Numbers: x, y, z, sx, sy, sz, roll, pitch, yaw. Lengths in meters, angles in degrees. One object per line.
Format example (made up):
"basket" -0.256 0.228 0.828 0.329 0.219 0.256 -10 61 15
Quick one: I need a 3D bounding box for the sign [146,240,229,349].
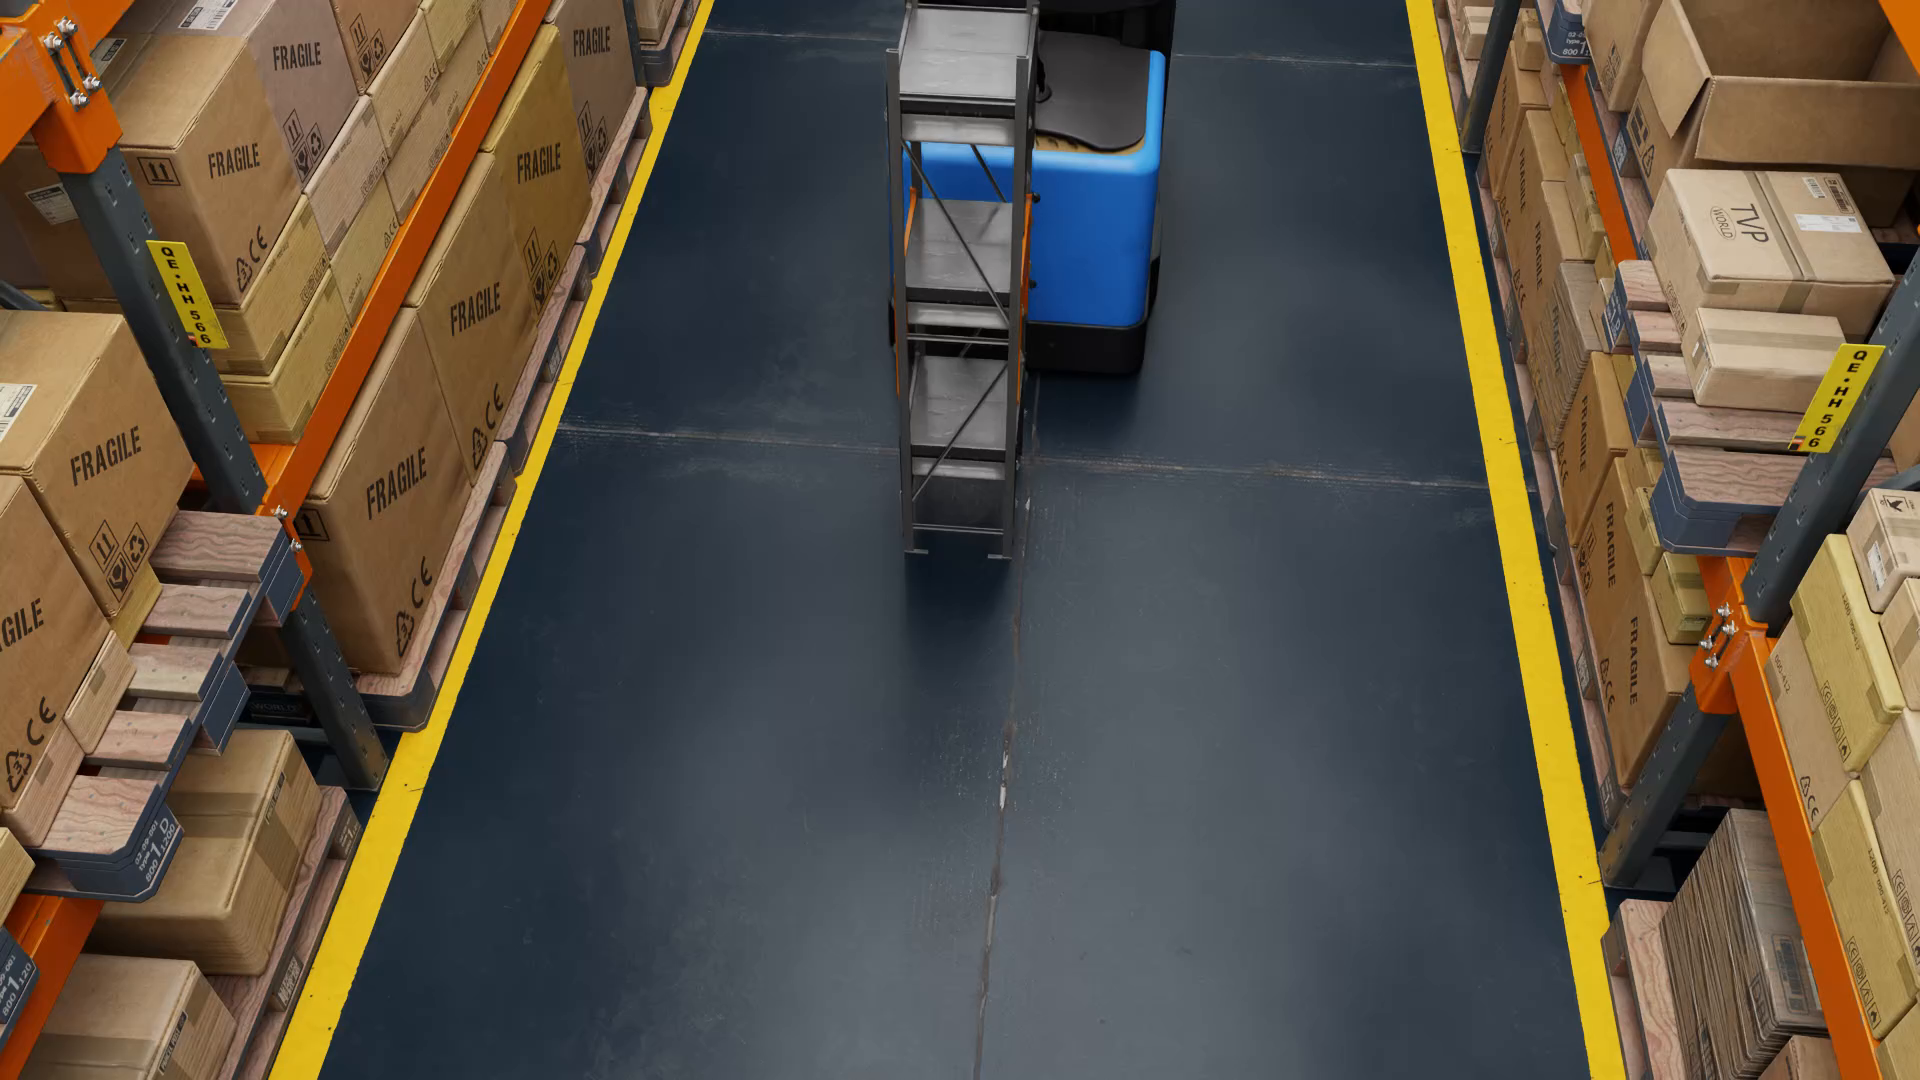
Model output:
"sign" -1.870 -0.590 4.026 0.100 0.325 0.005 4 48 4

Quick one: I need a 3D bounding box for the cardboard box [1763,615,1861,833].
"cardboard box" 2.248 0.436 3.920 0.500 0.250 0.500 4 48 4

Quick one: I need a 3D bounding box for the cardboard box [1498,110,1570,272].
"cardboard box" 2.590 -1.430 6.934 0.500 0.500 0.500 3 48 3

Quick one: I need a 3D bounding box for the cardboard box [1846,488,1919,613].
"cardboard box" 2.210 0.037 3.676 0.380 0.149 0.250 5 48 5

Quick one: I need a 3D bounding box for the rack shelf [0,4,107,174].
"rack shelf" -2.594 0.444 2.265 1.077 0.370 4.000 4 48 4

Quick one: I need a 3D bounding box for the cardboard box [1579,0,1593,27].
"cardboard box" 2.388 -1.965 5.821 0.396 0.266 0.258 6 48 5

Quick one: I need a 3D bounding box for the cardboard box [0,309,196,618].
"cardboard box" -2.176 -0.179 3.827 0.500 0.500 0.500 3 48 2

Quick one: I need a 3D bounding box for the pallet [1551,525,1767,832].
"pallet" 2.638 0.470 5.677 1.003 0.211 1.213 4 48 4

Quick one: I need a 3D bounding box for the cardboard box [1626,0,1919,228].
"cardboard box" 2.497 -1.313 5.064 0.797 0.503 0.637 3 48 3

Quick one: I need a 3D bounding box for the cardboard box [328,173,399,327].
"cardboard box" -2.087 -0.926 5.166 0.500 0.250 0.500 3 48 2

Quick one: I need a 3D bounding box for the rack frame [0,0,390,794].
"rack frame" -2.411 -0.256 4.451 1.000 3.000 0.127 4 48 4

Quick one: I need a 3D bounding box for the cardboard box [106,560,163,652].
"cardboard box" -2.159 0.146 3.969 0.380 0.149 0.250 5 48 4

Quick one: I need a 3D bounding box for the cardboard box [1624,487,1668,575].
"cardboard box" 2.319 -0.024 5.209 0.380 0.149 0.250 2 48 2

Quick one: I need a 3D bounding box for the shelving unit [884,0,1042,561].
"shelving unit" 0.015 -0.830 5.586 0.431 2.100 0.503 4 48 4

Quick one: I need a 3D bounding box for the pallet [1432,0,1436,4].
"pallet" 3.069 -3.326 9.149 1.003 0.211 1.213 4 48 4

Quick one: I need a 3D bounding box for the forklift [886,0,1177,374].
"forklift" 0.388 -2.760 6.788 1.130 2.935 3.031 5 48 4

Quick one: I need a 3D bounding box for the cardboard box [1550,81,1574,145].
"cardboard box" 2.639 -1.737 6.776 0.380 0.149 0.250 2 48 2

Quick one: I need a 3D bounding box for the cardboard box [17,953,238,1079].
"cardboard box" -2.532 1.447 4.390 0.950 0.372 0.625 3 48 3

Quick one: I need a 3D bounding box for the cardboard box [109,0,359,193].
"cardboard box" -2.087 -1.338 4.696 0.500 0.500 0.500 4 48 4

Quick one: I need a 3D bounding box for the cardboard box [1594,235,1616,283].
"cardboard box" 2.547 -0.971 6.075 0.380 0.149 0.250 4 48 4

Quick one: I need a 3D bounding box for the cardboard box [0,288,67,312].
"cardboard box" -2.620 -0.747 4.663 0.500 0.250 0.500 4 48 3

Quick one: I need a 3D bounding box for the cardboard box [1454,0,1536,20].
"cardboard box" 2.687 -2.774 8.323 0.396 0.266 0.258 5 48 5

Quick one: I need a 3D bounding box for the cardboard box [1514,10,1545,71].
"cardboard box" 2.599 -2.135 7.140 0.380 0.149 0.250 6 48 5

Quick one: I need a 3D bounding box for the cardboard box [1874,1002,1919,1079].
"cardboard box" 2.158 1.184 3.236 0.500 0.250 0.500 2 48 2

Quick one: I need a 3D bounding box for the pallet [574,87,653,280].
"pallet" -2.042 -1.682 7.645 1.003 0.211 1.213 4 48 4

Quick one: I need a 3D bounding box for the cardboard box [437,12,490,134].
"cardboard box" -1.992 -1.674 5.850 0.500 0.250 0.500 4 48 4

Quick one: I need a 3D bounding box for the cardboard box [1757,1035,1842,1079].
"cardboard box" 2.410 1.673 4.012 0.875 0.625 0.625 5 48 5

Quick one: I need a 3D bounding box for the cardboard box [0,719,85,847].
"cardboard box" -2.168 0.519 3.629 0.380 0.149 0.250 2 48 2

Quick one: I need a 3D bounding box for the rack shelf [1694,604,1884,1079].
"rack shelf" 2.350 1.788 3.069 1.077 0.370 4.000 4 48 4

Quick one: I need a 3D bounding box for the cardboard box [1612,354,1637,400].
"cardboard box" 2.478 -0.589 5.726 0.380 0.149 0.250 3 48 3

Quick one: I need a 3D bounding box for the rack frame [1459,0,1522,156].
"rack frame" 2.897 -2.864 6.837 1.000 3.000 0.127 4 48 4

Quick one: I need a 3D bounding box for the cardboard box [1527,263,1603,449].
"cardboard box" 2.486 -0.683 6.251 0.500 0.500 0.500 2 48 2

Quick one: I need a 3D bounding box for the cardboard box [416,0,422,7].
"cardboard box" -1.975 -2.088 5.381 0.500 0.500 0.500 5 48 4

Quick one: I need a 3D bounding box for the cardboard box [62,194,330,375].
"cardboard box" -2.119 -0.729 4.647 0.500 0.250 0.500 4 48 3

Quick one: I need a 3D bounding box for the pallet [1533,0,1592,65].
"pallet" 2.715 -2.219 6.377 1.003 0.211 1.213 4 48 4

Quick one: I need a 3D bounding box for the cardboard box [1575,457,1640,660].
"cardboard box" 2.413 0.085 5.549 0.500 0.500 0.500 3 48 3

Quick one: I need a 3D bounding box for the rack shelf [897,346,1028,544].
"rack shelf" 0.015 -0.349 6.113 0.431 0.518 0.480 4 48 4

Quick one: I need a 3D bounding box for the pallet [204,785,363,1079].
"pallet" -2.484 1.260 4.955 1.003 0.211 1.213 4 48 4

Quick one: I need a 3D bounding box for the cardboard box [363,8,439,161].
"cardboard box" -2.013 -1.475 5.329 0.500 0.250 0.500 4 48 3

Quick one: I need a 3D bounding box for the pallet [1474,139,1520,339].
"pallet" 2.860 -1.322 7.317 1.003 0.211 1.213 4 48 4

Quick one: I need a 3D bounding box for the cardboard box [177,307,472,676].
"cardboard box" -2.266 -0.182 5.539 0.875 0.875 0.875 3 48 3

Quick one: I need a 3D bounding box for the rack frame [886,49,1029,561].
"rack frame" -0.007 -0.651 5.422 0.400 2.100 0.015 4 48 4

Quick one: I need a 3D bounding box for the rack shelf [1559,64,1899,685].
"rack shelf" 2.714 -1.151 5.758 1.077 0.370 4.000 4 48 4

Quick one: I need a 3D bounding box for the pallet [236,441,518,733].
"pallet" -2.264 0.111 6.005 1.003 0.211 1.213 4 48 4

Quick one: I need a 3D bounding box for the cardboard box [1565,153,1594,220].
"cardboard box" 2.567 -1.354 6.425 0.380 0.149 0.250 4 48 3

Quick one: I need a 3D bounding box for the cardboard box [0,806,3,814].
"cardboard box" -2.257 0.573 3.139 0.500 0.500 0.500 1 48 1

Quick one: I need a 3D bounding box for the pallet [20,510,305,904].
"pallet" -2.370 0.340 4.036 1.213 0.211 1.003 4 48 4

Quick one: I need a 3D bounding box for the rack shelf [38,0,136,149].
"rack shelf" -2.229 -2.495 4.954 1.077 0.370 4.000 4 48 4

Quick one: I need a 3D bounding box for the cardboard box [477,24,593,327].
"cardboard box" -2.098 -1.494 6.739 0.875 0.875 0.875 5 48 5

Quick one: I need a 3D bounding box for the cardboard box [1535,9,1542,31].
"cardboard box" 2.659 -2.232 7.026 0.380 0.149 0.250 3 48 3

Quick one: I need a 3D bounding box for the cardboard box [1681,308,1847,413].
"cardboard box" 2.210 -0.490 4.551 0.380 0.149 0.250 5 48 4

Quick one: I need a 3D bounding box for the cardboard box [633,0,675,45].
"cardboard box" -1.883 -2.926 8.345 0.875 0.438 0.875 3 48 3

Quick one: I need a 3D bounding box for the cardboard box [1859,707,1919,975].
"cardboard box" 2.202 0.635 3.399 0.500 0.250 0.500 5 48 5
